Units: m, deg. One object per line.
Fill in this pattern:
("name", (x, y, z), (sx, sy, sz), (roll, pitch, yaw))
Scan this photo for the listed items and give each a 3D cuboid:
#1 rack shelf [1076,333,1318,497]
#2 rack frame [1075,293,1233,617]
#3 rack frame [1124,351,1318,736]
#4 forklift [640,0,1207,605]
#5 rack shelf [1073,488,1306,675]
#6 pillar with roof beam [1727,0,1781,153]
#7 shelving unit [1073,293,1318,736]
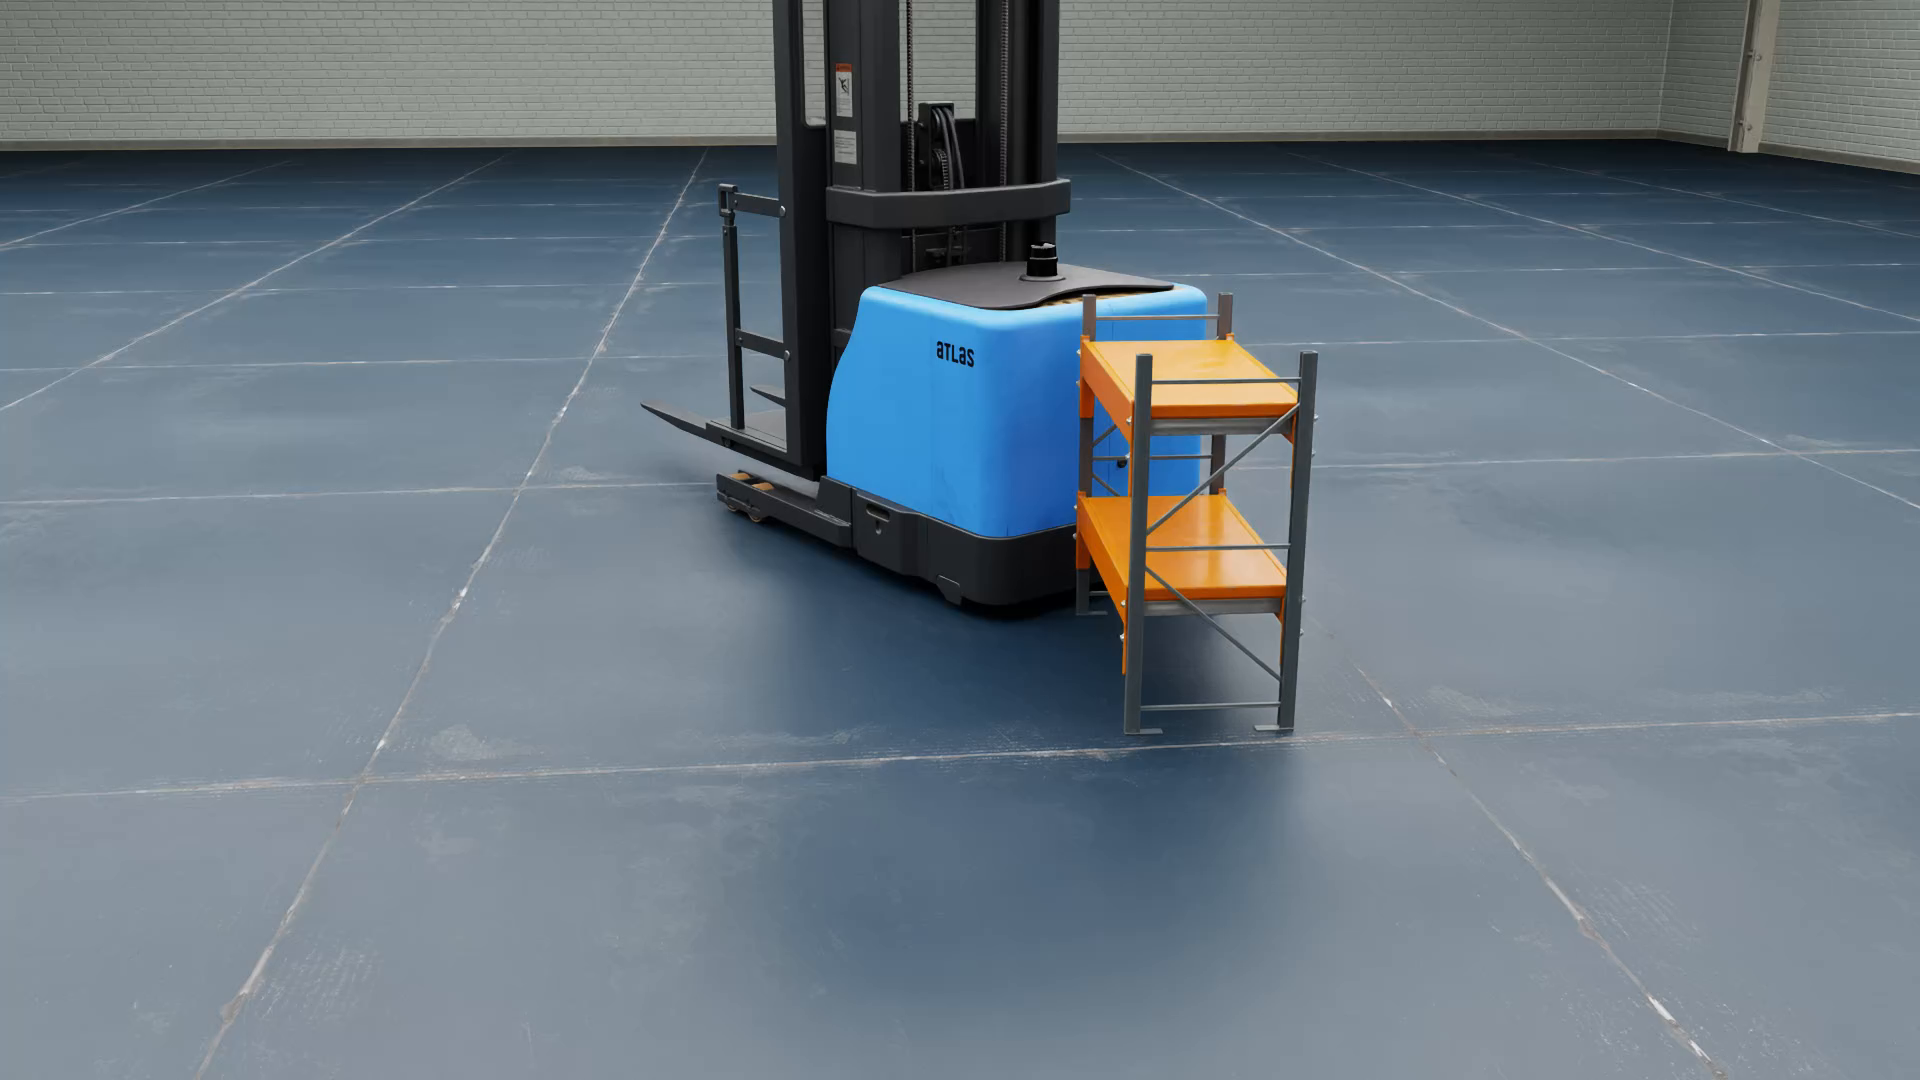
("rack shelf", (0.694, -0.406, 5.116), (0.538, 0.278, 1.000), (-1, 17, -4))
("rack frame", (0.657, -0.279, 5.687), (0.500, 1.125, 0.032), (-1, 17, -4))
("rack frame", (0.731, 0.025, 4.720), (0.500, 1.125, 0.032), (-1, 17, -4))
("forklift", (-0.376, -1.549, 6.717), (1.130, 2.935, 3.031), (-13, 21, -35))
("rack shelf", (0.694, 0.106, 5.277), (0.538, 0.278, 1.000), (-1, 17, -4))
("pillar with roof beam", (8.005, -10.253, 24.312), (9.100, 9.000, 0.400), (-2, 18, -6))
("shelving unit", (0.694, -0.127, 5.204), (0.538, 1.125, 1.048), (-1, 17, -4))
